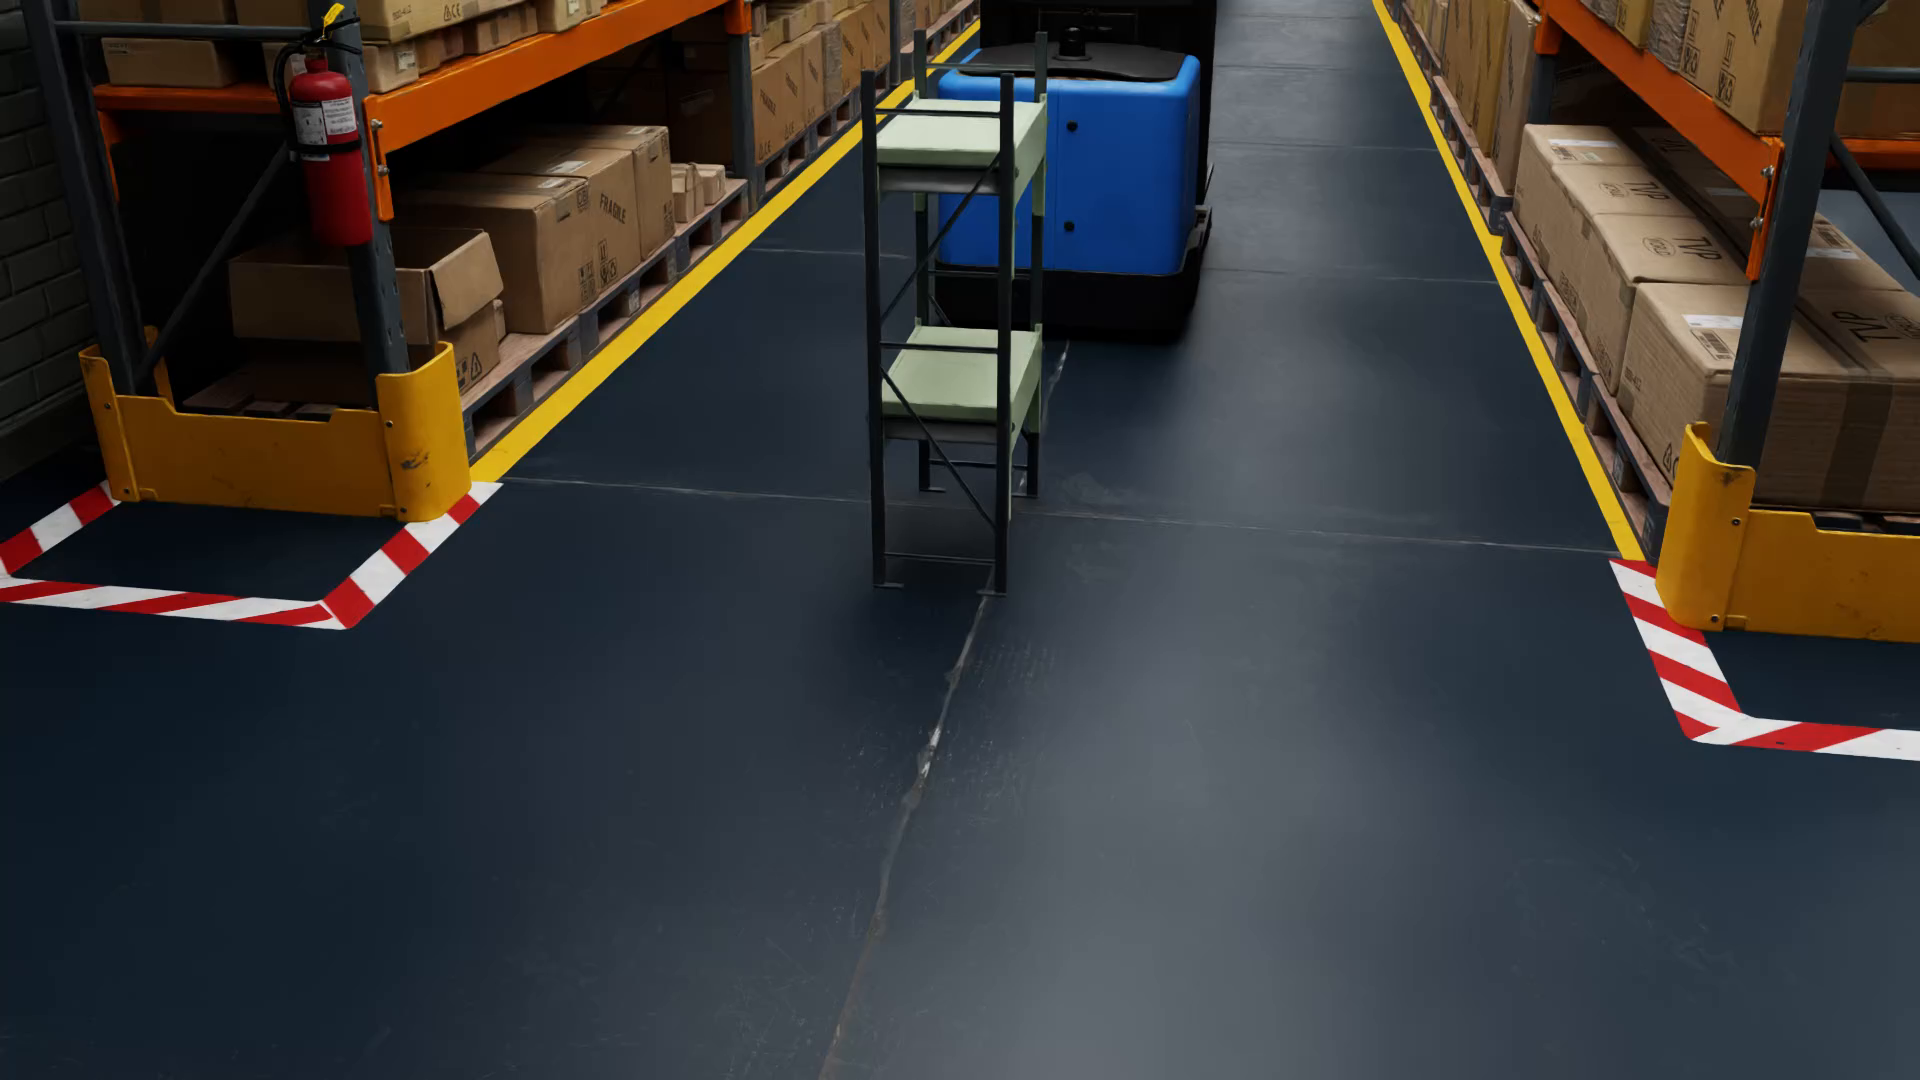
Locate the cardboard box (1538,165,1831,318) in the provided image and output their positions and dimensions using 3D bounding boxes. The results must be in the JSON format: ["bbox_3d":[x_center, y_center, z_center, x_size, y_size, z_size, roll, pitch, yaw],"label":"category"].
[{"bbox_3d":[2.938,-1.222,6.850,0.875,0.438,0.875,3,25,7],"label":"cardboard box"}]

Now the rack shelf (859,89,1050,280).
[{"bbox_3d":[0.001,-1.036,4.773,0.431,0.370,0.720,4,25,9],"label":"rack shelf"}]

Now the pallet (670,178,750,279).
[{"bbox_3d":[-1.719,-1.614,8.450,1.003,0.211,1.213,4,25,9],"label":"pallet"}]

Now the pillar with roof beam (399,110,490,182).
[{"bbox_3d":[1.638,-5.355,6.075,9.100,9.000,0.400,4,25,9],"label":"pillar with roof beam"}]

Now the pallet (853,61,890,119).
[{"bbox_3d":[-1.111,-3.265,11.976,1.003,0.211,1.213,4,25,9],"label":"pallet"}]

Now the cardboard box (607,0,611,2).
[{"bbox_3d":[-1.685,-2.362,7.055,0.380,0.149,0.250,4,25,9],"label":"cardboard box"}]

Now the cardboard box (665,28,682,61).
[{"bbox_3d":[-1.792,-2.801,9.383,0.380,0.149,0.250,4,25,9],"label":"cardboard box"}]

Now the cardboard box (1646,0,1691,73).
[{"bbox_3d":[2.627,-1.839,5.523,0.500,0.500,0.500,5,26,10],"label":"cardboard box"}]

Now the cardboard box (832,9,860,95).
[{"bbox_3d":[-0.984,-3.276,11.164,0.500,0.500,0.500,5,26,11],"label":"cardboard box"}]

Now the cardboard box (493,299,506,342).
[{"bbox_3d":[-1.958,-0.815,6.320,0.380,0.149,0.250,3,25,6],"label":"cardboard box"}]

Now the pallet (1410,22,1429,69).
[{"bbox_3d":[4.276,-4.068,13.691,1.003,0.211,1.213,4,25,9],"label":"pallet"}]

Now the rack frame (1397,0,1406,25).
[{"bbox_3d":[4.599,-6.168,14.889,1.000,3.000,0.127,4,25,9],"label":"rack frame"}]

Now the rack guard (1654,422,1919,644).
[{"bbox_3d":[2.634,-0.007,4.676,1.175,0.500,0.348,4,25,9],"label":"rack guard"}]

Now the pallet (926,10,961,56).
[{"bbox_3d":[-0.577,-4.425,14.454,1.003,0.211,1.213,4,25,9],"label":"pallet"}]

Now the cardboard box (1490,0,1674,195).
[{"bbox_3d":[3.314,-2.315,8.668,0.875,0.875,0.875,5,26,10],"label":"cardboard box"}]

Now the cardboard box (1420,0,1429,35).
[{"bbox_3d":[4.290,-4.357,13.624,0.950,0.372,0.625,5,26,10],"label":"cardboard box"}]

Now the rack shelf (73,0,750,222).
[{"bbox_3d":[-1.933,-2.002,6.838,1.077,0.370,4.000,4,25,9],"label":"rack shelf"}]

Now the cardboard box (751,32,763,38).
[{"bbox_3d":[-1.316,-2.769,9.316,0.380,0.149,0.250,3,25,7],"label":"cardboard box"}]

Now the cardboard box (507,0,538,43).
[{"bbox_3d":[-1.791,-1.931,6.134,0.380,0.149,0.250,4,25,9],"label":"cardboard box"}]

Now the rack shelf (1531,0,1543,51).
[{"bbox_3d":[3.619,-3.333,9.681,1.077,0.370,4.000,4,25,9],"label":"rack shelf"}]

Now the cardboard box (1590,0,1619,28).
[{"bbox_3d":[2.783,-2.272,6.447,0.500,0.500,0.500,4,25,9],"label":"cardboard box"}]

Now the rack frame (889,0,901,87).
[{"bbox_3d":[-0.952,-4.838,12.047,1.000,3.000,0.127,4,25,9],"label":"rack frame"}]

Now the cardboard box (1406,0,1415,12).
[{"bbox_3d":[4.516,-4.949,14.888,0.950,0.372,0.625,4,25,9],"label":"cardboard box"}]

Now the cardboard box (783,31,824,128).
[{"bbox_3d":[-1.142,-2.841,10.235,0.500,0.500,0.500,3,25,7],"label":"cardboard box"}]

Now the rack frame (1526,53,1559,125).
[{"bbox_3d":[3.292,-2.822,7.741,1.000,3.000,0.127,4,25,9],"label":"rack frame"}]

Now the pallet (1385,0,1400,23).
[{"bbox_3d":[4.674,-5.189,16.086,1.003,0.211,1.213,4,25,9],"label":"pallet"}]

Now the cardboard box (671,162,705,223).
[{"bbox_3d":[-1.465,-1.714,8.103,0.396,0.266,0.258,5,26,10],"label":"cardboard box"}]

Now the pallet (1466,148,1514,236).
[{"bbox_3d":[3.344,-1.887,9.033,1.003,0.211,1.213,4,25,9],"label":"pallet"}]

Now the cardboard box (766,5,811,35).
[{"bbox_3d":[-1.133,-3.198,10.233,0.380,0.149,0.250,5,26,10],"label":"cardboard box"}]

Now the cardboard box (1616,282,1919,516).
[{"bbox_3d":[2.647,-0.462,5.226,0.875,0.438,0.875,3,25,7],"label":"cardboard box"}]

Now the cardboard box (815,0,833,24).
[{"bbox_3d":[-1.027,-3.413,10.690,0.380,0.149,0.250,3,25,6],"label":"cardboard box"}]

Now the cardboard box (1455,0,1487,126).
[{"bbox_3d":[3.601,-3.067,10.275,0.875,0.875,0.875,4,25,9],"label":"cardboard box"}]

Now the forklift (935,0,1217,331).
[{"bbox_3d":[0.683,-2.798,7.771,1.130,2.935,3.031,5,26,10],"label":"forklift"}]

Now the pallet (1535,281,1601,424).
[{"bbox_3d":[2.893,-0.735,6.571,1.003,0.211,1.213,4,25,9],"label":"pallet"}]

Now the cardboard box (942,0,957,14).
[{"bbox_3d":[-0.507,-5.082,14.875,0.875,0.625,0.625,4,25,8],"label":"cardboard box"}]

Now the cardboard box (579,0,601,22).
[{"bbox_3d":[-1.653,-2.143,6.587,0.380,0.149,0.250,5,25,10],"label":"cardboard box"}]

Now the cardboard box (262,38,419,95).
[{"bbox_3d":[-1.935,-1.496,5.205,0.380,0.149,0.250,4,25,8],"label":"cardboard box"}]

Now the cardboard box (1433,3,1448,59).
[{"bbox_3d":[4.048,-3.731,12.287,0.950,0.372,0.625,2,25,5],"label":"cardboard box"}]

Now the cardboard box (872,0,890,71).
[{"bbox_3d":[-0.809,-3.704,12.078,0.500,0.500,0.500,5,26,10],"label":"cardboard box"}]

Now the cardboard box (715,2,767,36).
[{"bbox_3d":[-1.290,-2.895,9.233,0.380,0.149,0.250,3,25,6],"label":"cardboard box"}]

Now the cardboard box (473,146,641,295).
[{"bbox_3d":[-1.703,-1.368,7.087,0.500,0.500,0.500,4,25,9],"label":"cardboard box"}]

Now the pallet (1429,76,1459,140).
[{"bbox_3d":[3.742,-2.908,11.213,1.003,0.211,1.213,4,25,9],"label":"pallet"}]

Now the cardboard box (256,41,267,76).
[{"bbox_3d":[-2.368,-1.637,5.505,0.380,0.149,0.250,5,26,10],"label":"cardboard box"}]

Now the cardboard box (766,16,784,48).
[{"bbox_3d":[-1.254,-2.993,9.794,0.380,0.149,0.250,4,25,8],"label":"cardboard box"}]

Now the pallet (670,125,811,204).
[{"bbox_3d":[-1.510,-2.244,9.796,1.003,0.211,1.213,4,25,9],"label":"pallet"}]

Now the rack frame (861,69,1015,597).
[{"bbox_3d":[-0.059,-0.529,4.611,0.400,1.500,0.023,4,25,9],"label":"rack frame"}]

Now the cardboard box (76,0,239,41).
[{"bbox_3d":[-2.446,-1.769,5.317,0.500,0.250,0.500,5,26,10],"label":"cardboard box"}]

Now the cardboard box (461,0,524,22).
[{"bbox_3d":[-1.837,-1.940,5.683,0.500,0.250,0.500,4,25,9],"label":"cardboard box"}]

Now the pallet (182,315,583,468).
[{"bbox_3d":[-2.118,-0.594,6.270,1.003,0.211,1.213,4,25,9],"label":"pallet"}]

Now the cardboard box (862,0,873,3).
[{"bbox_3d":[-0.797,-3.849,11.623,0.380,0.149,0.250,3,25,6],"label":"cardboard box"}]

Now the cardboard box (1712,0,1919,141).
[{"bbox_3d":[2.456,-1.415,4.616,0.500,0.500,0.500,4,25,9],"label":"cardboard box"}]

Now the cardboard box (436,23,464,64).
[{"bbox_3d":[-1.931,-1.718,5.679,0.380,0.149,0.250,4,25,8],"label":"cardboard box"}]

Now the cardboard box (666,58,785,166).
[{"bbox_3d":[-1.305,-2.409,9.312,0.500,0.500,0.500,5,26,11],"label":"cardboard box"}]

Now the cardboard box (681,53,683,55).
[{"bbox_3d":[-1.728,-2.655,9.838,0.500,0.500,0.500,3,25,6],"label":"cardboard box"}]

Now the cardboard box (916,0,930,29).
[{"bbox_3d":[-0.738,-4.486,13.601,0.875,0.625,0.625,5,26,10],"label":"cardboard box"}]

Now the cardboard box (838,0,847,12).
[{"bbox_3d":[-0.971,-3.635,11.165,0.380,0.149,0.250,5,26,10],"label":"cardboard box"}]

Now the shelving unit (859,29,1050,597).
[{"bbox_3d":[0.001,-0.682,4.938,0.431,1.500,0.755,4,25,9],"label":"shelving unit"}]
